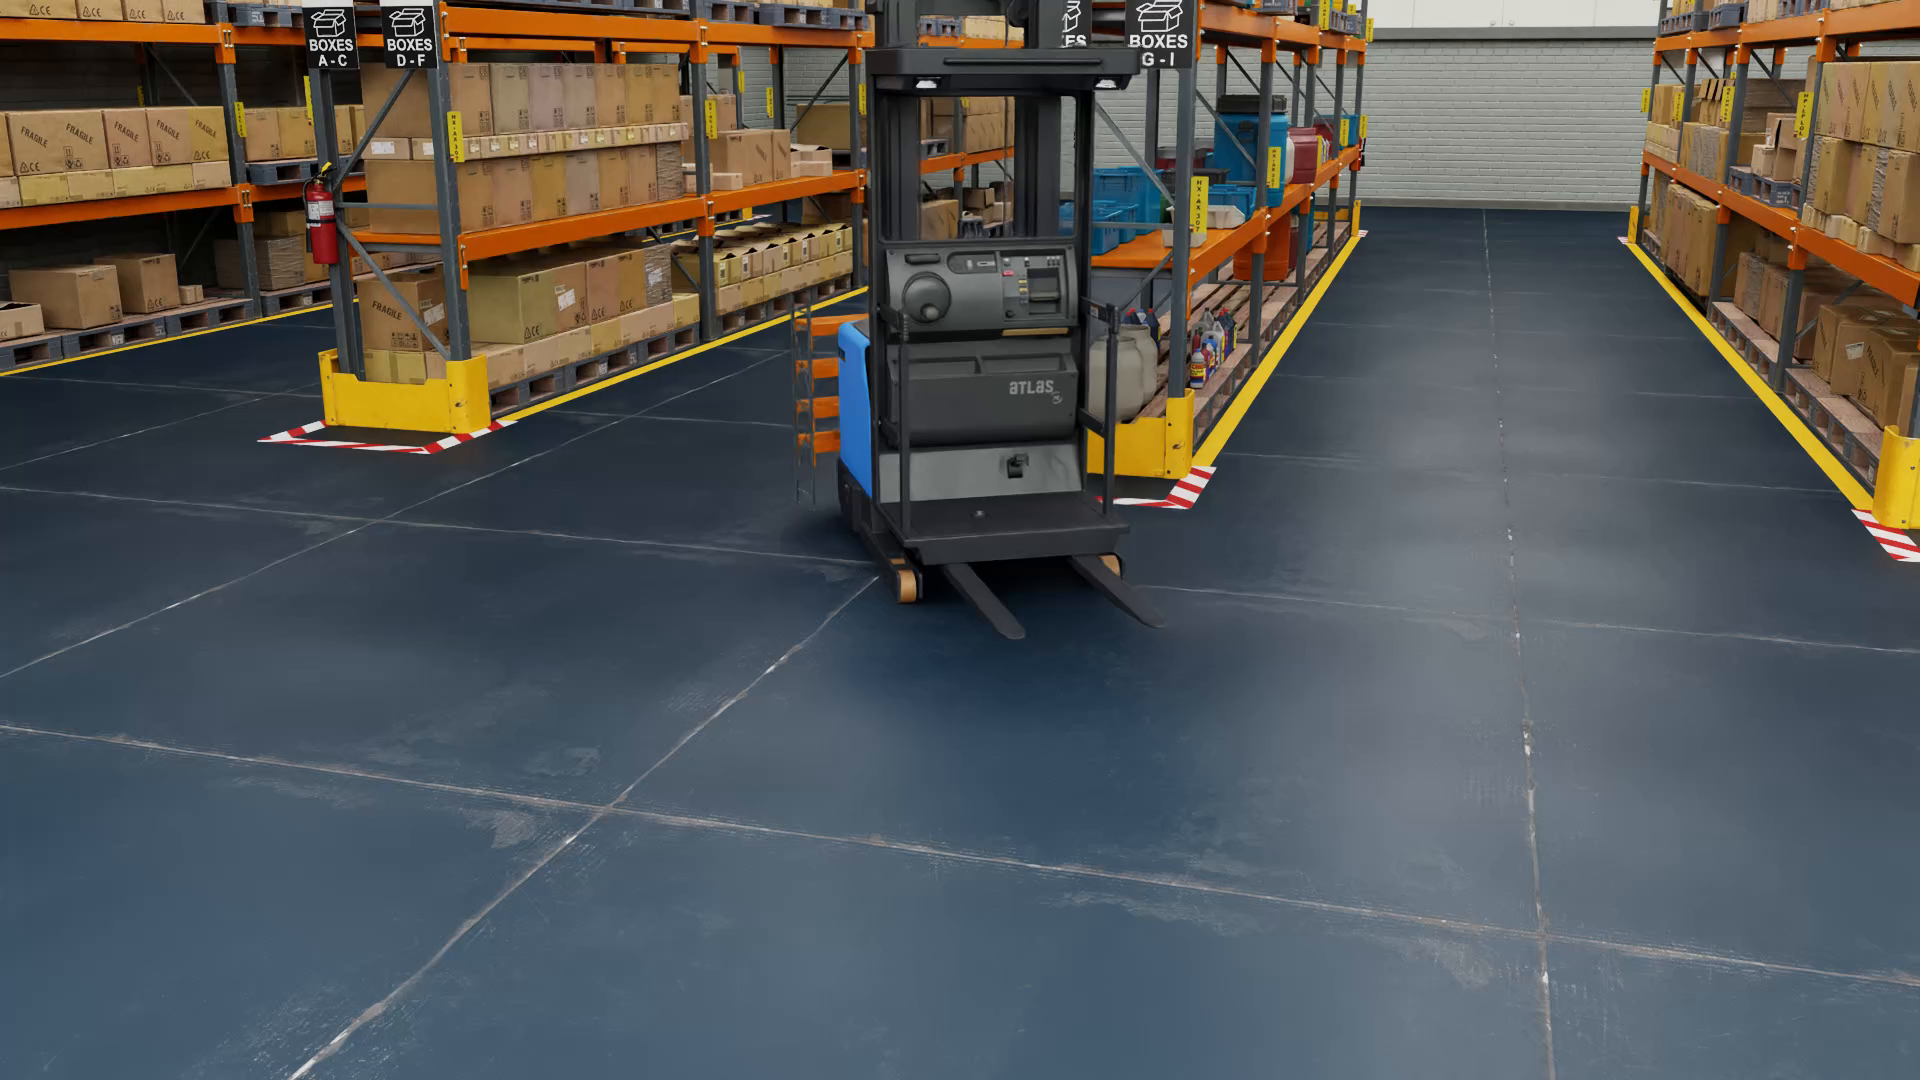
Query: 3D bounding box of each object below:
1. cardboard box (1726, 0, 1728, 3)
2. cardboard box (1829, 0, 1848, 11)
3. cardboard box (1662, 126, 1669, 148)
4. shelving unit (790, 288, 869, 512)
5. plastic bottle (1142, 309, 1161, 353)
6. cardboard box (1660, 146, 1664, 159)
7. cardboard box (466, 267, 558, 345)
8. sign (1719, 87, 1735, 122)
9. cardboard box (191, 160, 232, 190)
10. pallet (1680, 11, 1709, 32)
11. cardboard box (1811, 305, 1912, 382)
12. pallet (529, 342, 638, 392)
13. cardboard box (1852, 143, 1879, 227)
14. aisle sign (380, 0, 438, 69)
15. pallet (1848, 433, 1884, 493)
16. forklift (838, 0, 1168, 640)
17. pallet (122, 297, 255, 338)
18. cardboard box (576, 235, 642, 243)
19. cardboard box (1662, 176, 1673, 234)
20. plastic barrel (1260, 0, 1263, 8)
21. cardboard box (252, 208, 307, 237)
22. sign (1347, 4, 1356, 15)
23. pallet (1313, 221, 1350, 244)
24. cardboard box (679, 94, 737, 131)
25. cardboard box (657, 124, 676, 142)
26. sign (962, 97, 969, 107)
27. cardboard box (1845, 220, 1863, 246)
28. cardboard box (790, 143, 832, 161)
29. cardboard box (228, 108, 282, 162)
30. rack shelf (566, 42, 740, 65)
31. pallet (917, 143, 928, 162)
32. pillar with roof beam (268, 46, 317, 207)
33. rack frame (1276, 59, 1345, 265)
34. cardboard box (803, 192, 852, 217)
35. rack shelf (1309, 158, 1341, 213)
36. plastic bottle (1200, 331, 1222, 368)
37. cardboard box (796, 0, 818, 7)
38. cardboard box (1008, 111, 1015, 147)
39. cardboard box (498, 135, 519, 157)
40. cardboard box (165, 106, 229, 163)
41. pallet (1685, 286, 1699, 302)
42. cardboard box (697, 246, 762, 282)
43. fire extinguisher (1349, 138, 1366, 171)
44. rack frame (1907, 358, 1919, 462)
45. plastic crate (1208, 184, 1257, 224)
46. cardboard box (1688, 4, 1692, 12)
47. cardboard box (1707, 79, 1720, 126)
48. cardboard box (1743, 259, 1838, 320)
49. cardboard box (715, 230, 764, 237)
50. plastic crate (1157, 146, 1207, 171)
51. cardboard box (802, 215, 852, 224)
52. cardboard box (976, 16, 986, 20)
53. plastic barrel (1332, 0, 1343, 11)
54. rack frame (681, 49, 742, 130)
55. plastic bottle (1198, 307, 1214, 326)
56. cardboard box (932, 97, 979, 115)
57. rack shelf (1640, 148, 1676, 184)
[{"bbox_3d":[8.467,-5.778,17.897,0.380,0.149,0.250,4,16,14],"label":"cardboard box"},{"bbox_3d":[6.388,-3.812,11.549,0.500,0.250,0.500,4,16,14],"label":"cardboard box"},{"bbox_3d":[9.198,-5.108,21.070,0.500,0.250,0.500,5,17,17],"label":"cardboard box"},{"bbox_3d":[-0.670,-0.800,9.452,0.503,1.200,0.258,-9,18,-29],"label":"shelving unit"},{"bbox_3d":[1.523,-1.670,13.268,0.144,0.351,0.185,5,16,16],"label":"plastic bottle"},{"bbox_3d":[9.172,-4.952,21.253,0.380,0.149,0.250,4,16,15],"label":"cardboard box"},{"bbox_3d":[-3.367,-1.755,12.416,0.500,0.500,0.500,5,16,16],"label":"cardboard box"},{"bbox_3d":[7.365,-4.184,15.963,0.100,0.325,0.005,5,16,16],"label":"sign"},{"bbox_3d":[-7.330,-3.481,15.844,0.500,0.250,0.500,5,16,16],"label":"cardboard box"},{"bbox_3d":[9.277,-6.245,20.017,1.003,0.211,1.213,5,16,16],"label":"pallet"},{"bbox_3d":[6.609,-1.437,12.209,0.500,0.500,0.500,4,16,14],"label":"cardboard box"},{"bbox_3d":[-3.347,-1.441,13.524,1.003,0.211,1.213,5,16,16],"label":"pallet"},{"bbox_3d":[6.171,-2.223,10.440,0.875,0.500,0.500,5,16,16],"label":"cardboard box"},{"bbox_3d":[-3.598,-3.471,10.806,0.394,0.787,0.004,5,16,16],"label":"aisle sign"},{"bbox_3d":[5.911,-0.380,9.784,1.003,0.211,1.213,5,16,16],"label":"pallet"},{"bbox_3d":[0.162,-1.225,7.776,1.130,2.935,3.031,-4,16,-13],"label":"forklift"},{"bbox_3d":[-7.643,-2.171,16.097,1.003,0.211,1.213,5,16,16],"label":"pallet"},{"bbox_3d":[-3.168,-2.451,14.868,0.500,0.500,0.500,5,16,16],"label":"cardboard box"},{"bbox_3d":[9.554,-4.214,21.312,0.875,0.875,0.875,5,16,16],"label":"cardboard box"},{"bbox_3d":[2.708,-5.456,16.151,0.600,0.901,0.600,0,16,0],"label":"plastic barrel"},{"bbox_3d":[-7.171,-3.370,17.615,0.500,0.250,0.500,4,16,15],"label":"cardboard box"},{"bbox_3d":[4.813,-6.420,20.454,0.100,0.325,0.005,5,16,16],"label":"sign"},{"bbox_3d":[5.151,-4.508,24.336,1.003,0.211,1.213,5,16,16],"label":"pallet"},{"bbox_3d":[-4.211,-6.841,26.900,0.980,0.700,0.700,5,17,18],"label":"cardboard box"},{"bbox_3d":[-2.680,-3.516,14.356,0.380,0.149,0.250,4,16,15],"label":"cardboard box"},{"bbox_3d":[0.071,-5.916,22.068,0.100,0.325,0.005,5,16,16],"label":"sign"},{"bbox_3d":[5.998,-1.992,10.814,0.380,0.149,0.250,5,16,16],"label":"cardboard box"},{"bbox_3d":[-1.744,-4.220,18.373,0.500,0.311,0.500,6,17,19],"label":"cardboard box"},{"bbox_3d":[-7.309,-4.081,16.732,0.700,0.500,0.500,5,16,16],"label":"cardboard box"},{"bbox_3d":[-4.644,-7.404,25.258,1.077,0.370,4.000,5,16,16],"label":"rack shelf"},{"bbox_3d":[-1.051,-4.771,20.506,1.003,0.211,1.213,5,16,16],"label":"pallet"},{"bbox_3d":[-3.421,-7.017,17.077,9.100,9.000,0.400,5,16,16],"label":"pillar with roof beam"},{"bbox_3d":[4.286,-5.016,21.016,1.000,3.000,0.127,5,16,16],"label":"rack frame"},{"bbox_3d":[-1.546,-4.002,19.843,0.500,0.250,0.500,5,17,18],"label":"cardboard box"},{"bbox_3d":[3.717,-4.147,19.270,1.077,0.370,4.000,5,16,16],"label":"rack shelf"},{"bbox_3d":[1.909,-1.456,12.652,0.152,0.276,0.135,5,17,17],"label":"plastic bottle"},{"bbox_3d":[-1.806,-5.666,17.316,0.500,0.250,0.500,5,17,17],"label":"cardboard box"},{"bbox_3d":[0.517,-6.091,24.624,0.500,0.500,0.500,5,17,16],"label":"cardboard box"},{"bbox_3d":[-3.410,-2.842,11.980,0.380,0.149,0.250,5,16,16],"label":"cardboard box"},{"bbox_3d":[-7.324,-3.842,15.741,0.500,0.500,0.500,5,16,16],"label":"cardboard box"},{"bbox_3d":[8.543,-2.762,18.181,1.003,0.211,1.213,5,16,16],"label":"pallet"},{"bbox_3d":[-2.232,-2.676,16.010,0.500,0.311,0.500,4,16,15],"label":"cardboard box"},{"bbox_3d":[5.901,-5.850,24.782,0.296,0.674,0.183,5,16,16],"label":"fire extinguisher"},{"bbox_3d":[5.624,-1.492,8.594,1.000,3.000,0.127,5,16,16],"label":"rack frame"},{"bbox_3d":[1.958,-2.541,12.562,0.499,0.251,0.616,5,16,16],"label":"plastic crate"},{"bbox_3d":[9.356,-6.723,20.401,0.700,0.500,0.500,6,17,19],"label":"cardboard box"},{"bbox_3d":[8.655,-4.816,18.290,0.797,0.503,0.637,5,17,16],"label":"cardboard box"},{"bbox_3d":[7.581,-2.271,15.115,0.700,0.500,0.500,3,16,11],"label":"cardboard box"},{"bbox_3d":[-2.318,-3.118,17.566,0.500,0.311,0.500,4,16,14],"label":"cardboard box"},{"bbox_3d":[1.856,-3.104,14.159,0.402,0.464,0.583,5,16,16],"label":"plastic crate"},{"bbox_3d":[-1.558,-3.626,19.892,0.500,0.500,0.500,5,17,18],"label":"cardboard box"},{"bbox_3d":[0.054,-7.251,22.759,0.500,0.250,0.500,5,16,16],"label":"cardboard box"},{"bbox_3d":[4.221,-6.497,19.627,0.600,0.588,0.600,0,16,0],"label":"plastic barrel"},{"bbox_3d":[-4.076,-6.831,27.414,1.000,3.000,0.127,5,16,16],"label":"rack frame"},{"bbox_3d":[1.967,-1.680,13.305,0.144,0.351,0.185,5,16,16],"label":"plastic bottle"},{"bbox_3d":[-0.059,-6.032,22.582,0.500,0.500,0.500,5,17,17],"label":"cardboard box"},{"bbox_3d":[9.603,-4.809,21.605,1.077,0.370,4.000,5,16,16],"label":"rack shelf"}]
